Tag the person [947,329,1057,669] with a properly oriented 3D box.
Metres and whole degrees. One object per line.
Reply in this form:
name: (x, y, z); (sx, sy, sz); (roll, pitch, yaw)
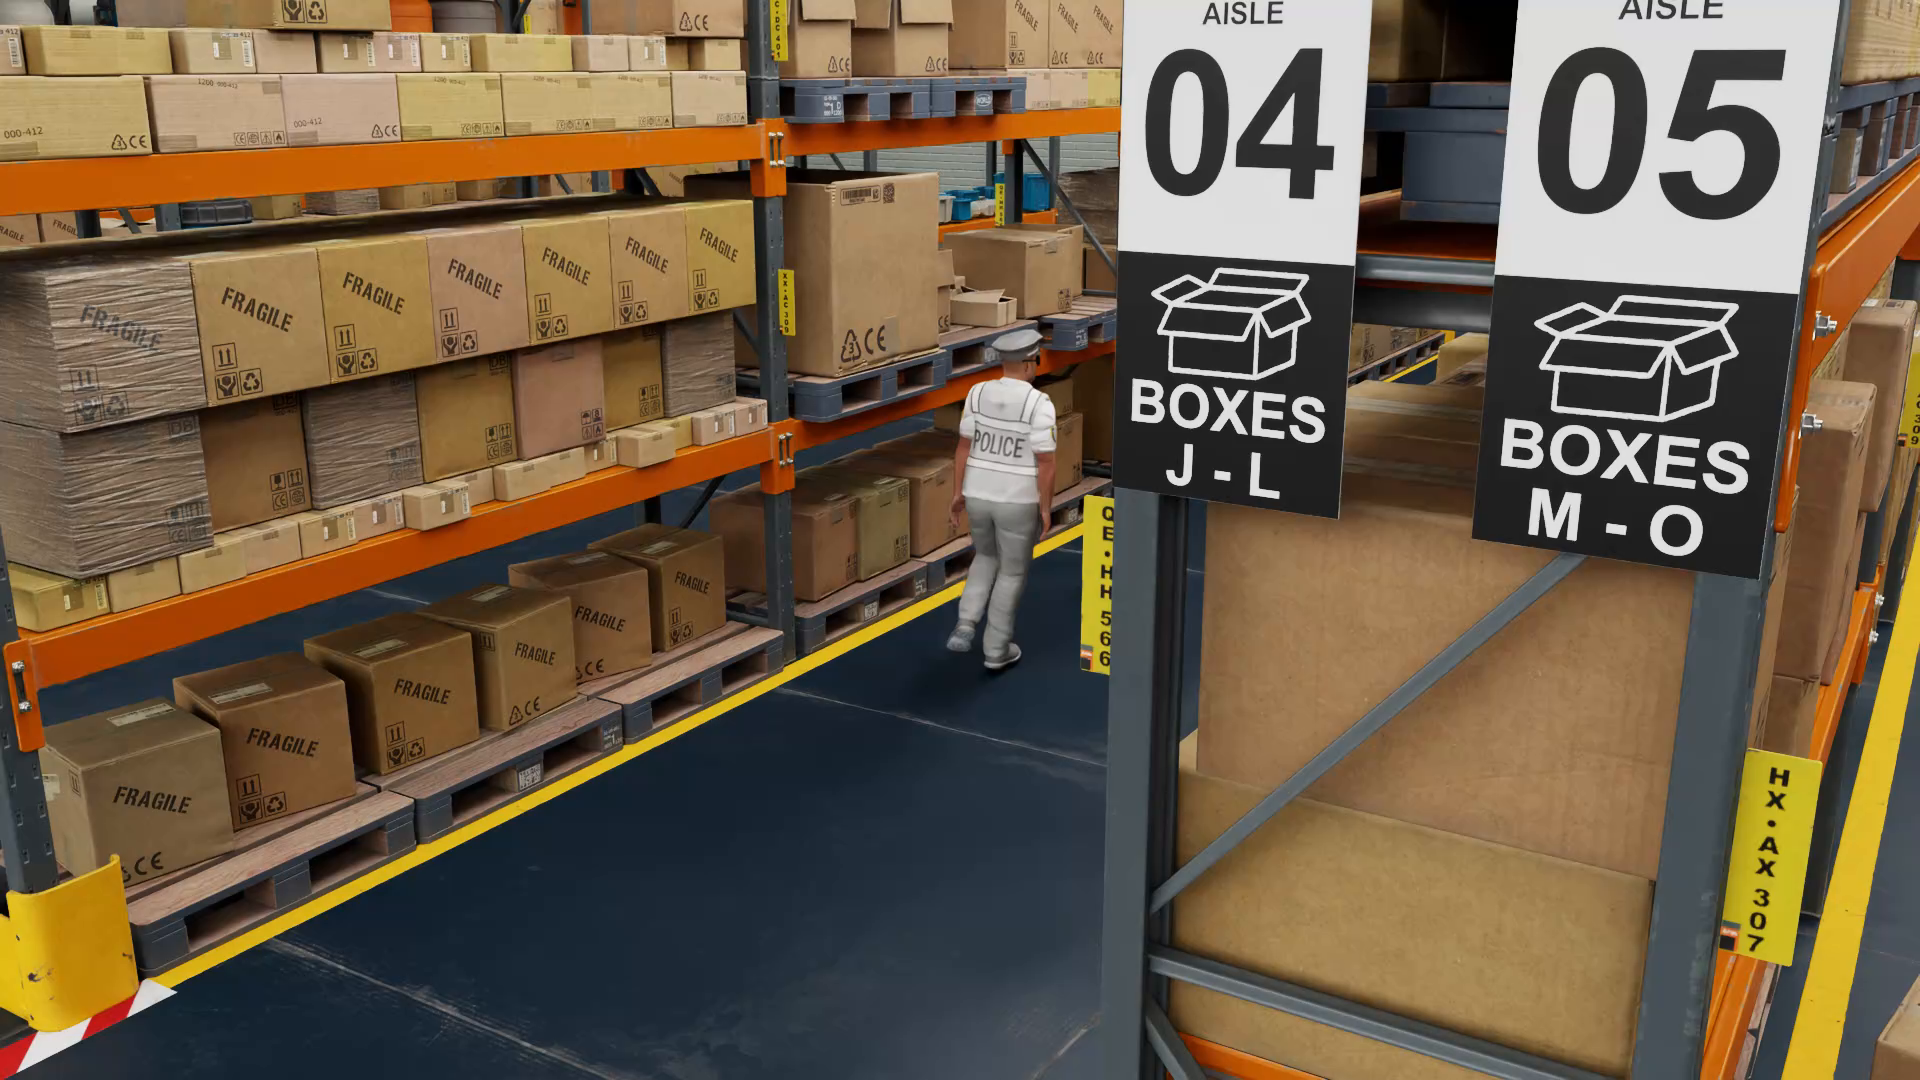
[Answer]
person: (0.229, -0.204, 8.637); (0.579, 1.754, 0.474); (10, 19, 31)
